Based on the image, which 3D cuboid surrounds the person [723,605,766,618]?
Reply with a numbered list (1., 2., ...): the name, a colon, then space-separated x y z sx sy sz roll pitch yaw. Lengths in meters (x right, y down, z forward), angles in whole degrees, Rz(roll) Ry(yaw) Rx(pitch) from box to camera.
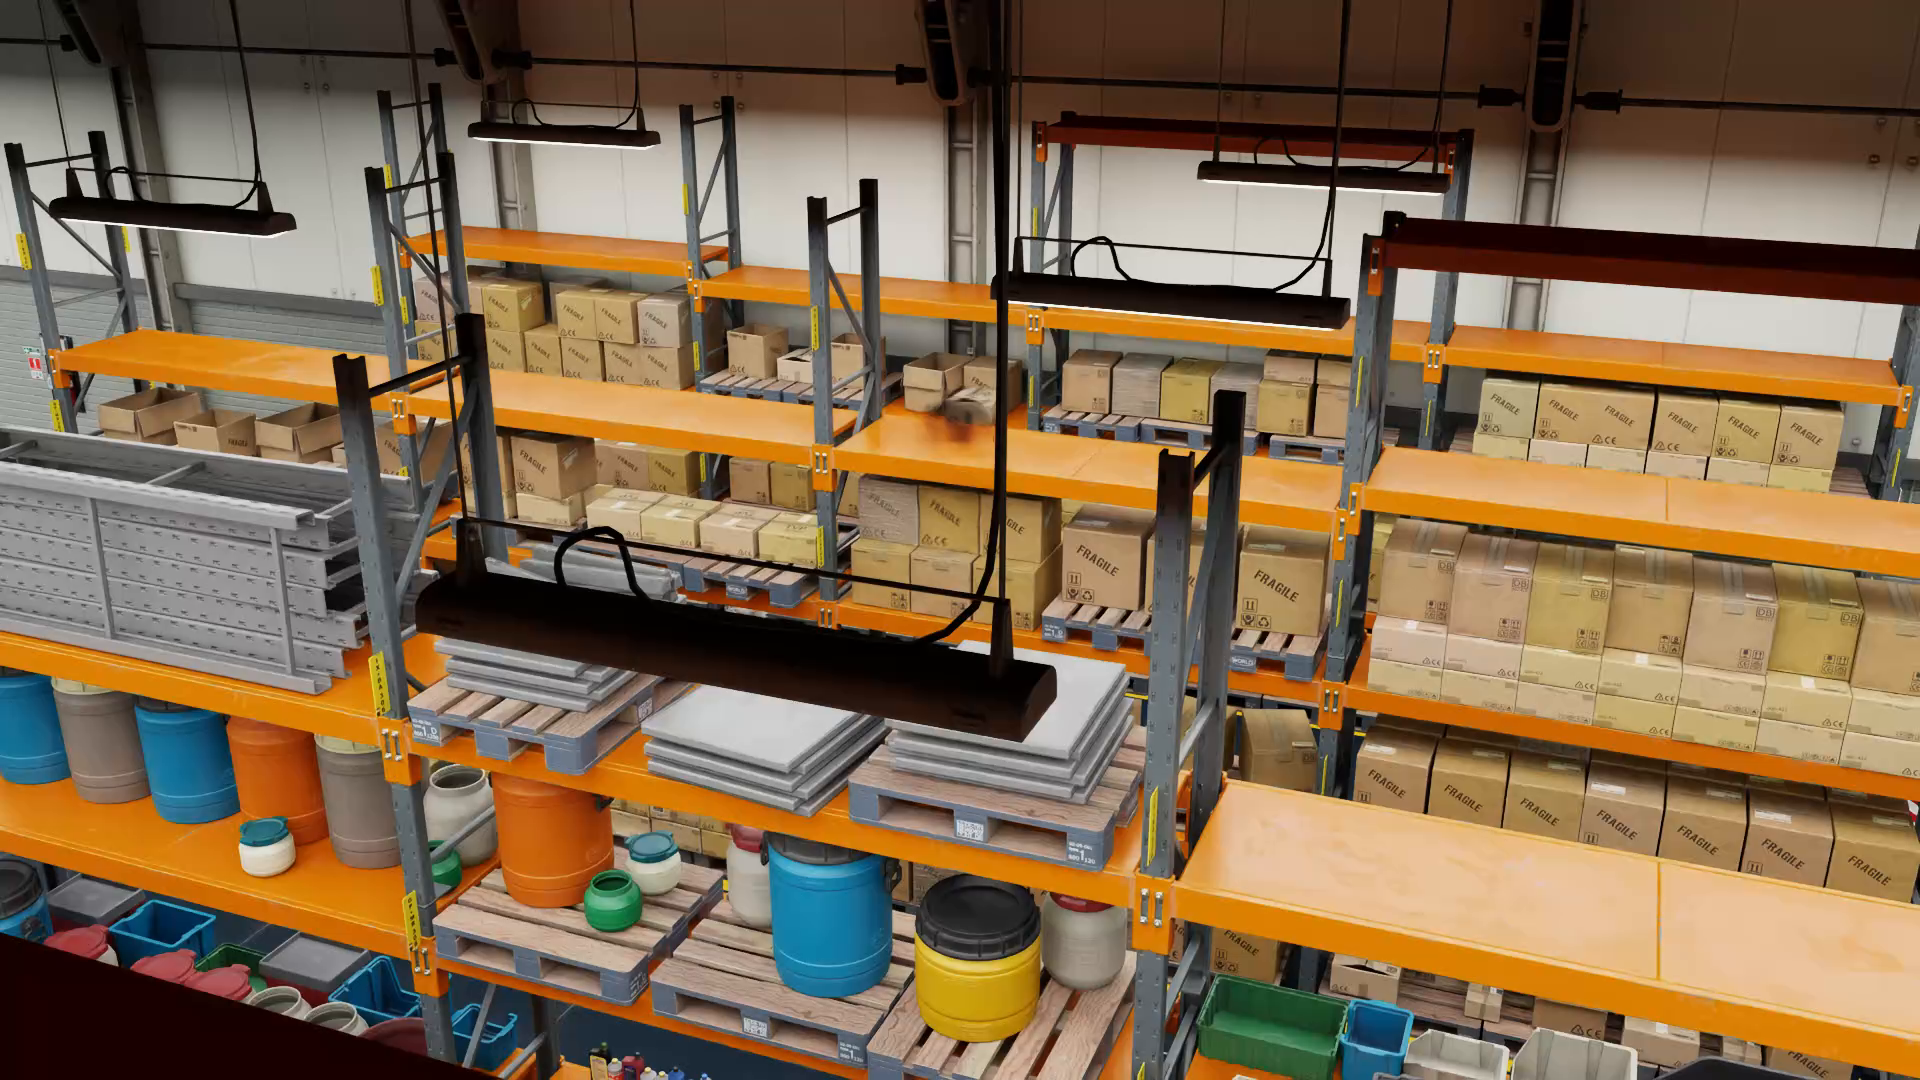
1. person: -2.240 1.151 16.973 0.616 1.827 0.487 14 25 33
